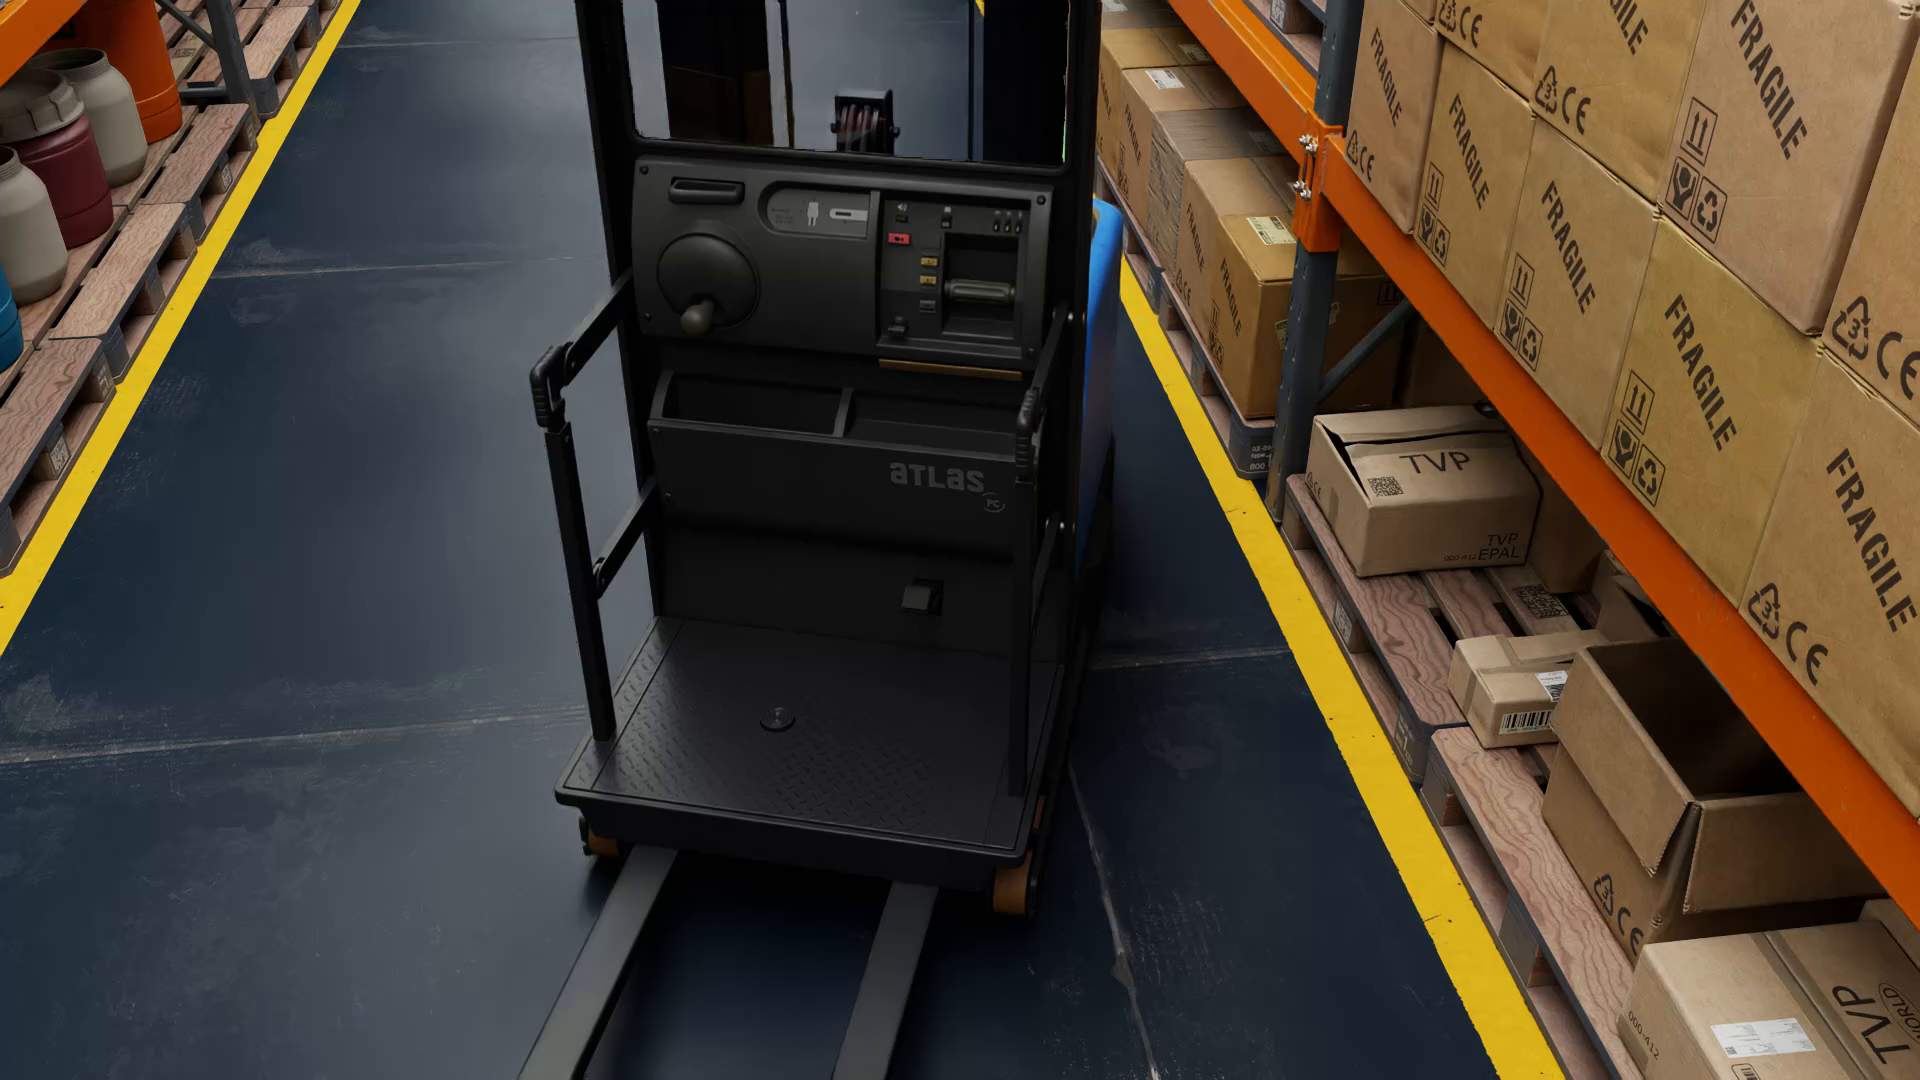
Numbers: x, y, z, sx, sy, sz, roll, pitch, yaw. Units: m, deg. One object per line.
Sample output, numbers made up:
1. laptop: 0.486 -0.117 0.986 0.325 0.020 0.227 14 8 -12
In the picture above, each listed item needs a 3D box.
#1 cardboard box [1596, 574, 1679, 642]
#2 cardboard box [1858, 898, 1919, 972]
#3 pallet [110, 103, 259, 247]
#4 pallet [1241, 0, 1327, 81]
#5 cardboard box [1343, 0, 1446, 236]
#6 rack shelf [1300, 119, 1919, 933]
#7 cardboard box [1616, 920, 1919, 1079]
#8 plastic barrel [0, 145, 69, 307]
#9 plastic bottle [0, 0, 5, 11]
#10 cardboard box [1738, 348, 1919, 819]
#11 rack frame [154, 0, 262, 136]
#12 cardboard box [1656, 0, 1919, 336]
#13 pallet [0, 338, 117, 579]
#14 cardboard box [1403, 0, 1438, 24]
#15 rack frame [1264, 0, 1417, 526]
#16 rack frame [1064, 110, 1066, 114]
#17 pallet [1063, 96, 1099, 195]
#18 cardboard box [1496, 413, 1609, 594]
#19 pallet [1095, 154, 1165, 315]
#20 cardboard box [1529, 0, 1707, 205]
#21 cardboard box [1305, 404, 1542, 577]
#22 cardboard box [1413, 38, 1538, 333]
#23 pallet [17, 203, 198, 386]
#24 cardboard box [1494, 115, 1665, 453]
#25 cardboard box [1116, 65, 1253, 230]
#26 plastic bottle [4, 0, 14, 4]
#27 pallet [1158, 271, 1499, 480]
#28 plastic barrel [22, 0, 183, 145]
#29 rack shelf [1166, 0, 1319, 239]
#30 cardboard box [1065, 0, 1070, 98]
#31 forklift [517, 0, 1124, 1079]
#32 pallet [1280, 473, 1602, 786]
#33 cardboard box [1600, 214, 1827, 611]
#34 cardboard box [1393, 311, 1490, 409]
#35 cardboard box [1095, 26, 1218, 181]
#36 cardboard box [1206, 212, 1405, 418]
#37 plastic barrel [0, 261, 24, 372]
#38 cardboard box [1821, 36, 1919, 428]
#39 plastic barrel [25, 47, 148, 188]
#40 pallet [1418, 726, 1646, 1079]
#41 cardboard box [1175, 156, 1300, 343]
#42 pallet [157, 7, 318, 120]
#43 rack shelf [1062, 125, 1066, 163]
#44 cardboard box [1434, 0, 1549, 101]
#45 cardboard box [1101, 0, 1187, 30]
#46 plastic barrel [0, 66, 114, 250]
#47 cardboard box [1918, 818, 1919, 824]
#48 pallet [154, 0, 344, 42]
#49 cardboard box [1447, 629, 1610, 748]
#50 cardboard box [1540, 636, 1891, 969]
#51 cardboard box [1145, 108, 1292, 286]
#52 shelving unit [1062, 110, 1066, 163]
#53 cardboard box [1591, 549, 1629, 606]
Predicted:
1. cardboard box: 1.953 0.287 4.162 0.500 0.311 0.500 -4 35 -6
2. cardboard box: 2.106 0.947 3.248 0.500 0.250 0.500 -4 35 -6
3. pallet: -3.805 -1.627 7.450 1.003 0.211 1.213 -4 35 -6
4. pallet: 1.495 -1.732 5.298 1.003 0.211 1.213 -4 35 -6
5. cardboard box: 1.293 -1.093 4.102 0.500 0.500 0.500 -4 34 -5
6. rack shelf: 1.763 0.056 3.142 1.077 0.370 4.000 -4 35 -6
7. cardboard box: 1.617 1.013 3.152 0.500 0.250 0.500 -4 35 -6
8. plastic barrel: -3.553 -1.151 6.112 0.421 0.512 0.421 0 34 0
9. plastic bottle: -3.255 -1.866 5.434 0.152 0.276 0.135 -4 35 -6
10. cardboard box: 1.567 0.037 2.444 0.500 0.500 0.500 -4 34 -6
11. rack frame: -3.952 -3.216 7.305 1.000 3.000 0.127 -4 35 -6
12. cardboard box: 1.488 -0.664 2.584 0.500 0.500 0.500 -3 34 -5
13. pallet: -3.477 -0.265 5.452 1.003 0.211 1.213 -4 35 -6
14. cardboard box: 1.279 -1.527 3.851 0.500 0.500 0.500 -4 34 -5
15. rack frame: 1.494 -1.357 4.577 1.000 3.000 0.127 -4 35 -6
16. rack frame: 0.302 -0.927 5.545 0.240 1.200 0.015 6 35 9
17. pallet: 1.019 -2.017 8.023 1.003 0.211 1.213 -4 35 -6
18. cardboard box: 1.852 -0.209 4.723 0.500 0.500 0.500 -4 35 -6
19. pallet: 1.180 -1.338 7.026 1.003 0.211 1.213 -4 35 -6
20. cardboard box: 1.417 -0.952 3.007 0.500 0.500 0.500 -5 35 -8
21. cardboard box: 1.336 -0.177 4.843 0.500 0.311 0.500 -4 35 -6
22. cardboard box: 1.365 -0.808 3.683 0.500 0.500 0.500 -4 34 -6
23. pallet: -3.644 -0.948 6.453 1.003 0.211 1.213 -4 35 -6
24. cardboard box: 1.430 -0.528 3.273 0.500 0.500 0.500 -5 35 -7
25. cardboard box: 0.948 -1.599 6.762 0.500 0.500 0.500 -5 35 -8
26. plastic bottle: -3.243 -1.931 5.534 0.097 0.271 0.097 0 34 0
27. pallet: 1.348 -0.656 6.025 1.003 0.211 1.213 -4 35 -6
28. plastic barrel: -3.870 -2.221 7.400 0.600 0.830 0.708 -4 35 -6
29. rack shelf: 1.225 -2.176 6.418 1.077 0.370 4.000 -4 35 -6
30. cardboard box: 0.734 -2.462 8.028 0.500 0.500 0.500 -3 34 -4
31. forklift: -0.305 -0.548 3.451 1.130 2.935 3.031 6 35 9
32. pallet: 1.586 0.179 4.800 1.003 0.211 1.213 -4 35 -6
33. cardboard box: 1.500 -0.245 2.857 0.500 0.500 0.500 -5 35 -7
34. cardboard box: 1.671 -0.794 5.581 0.500 0.500 0.500 -6 35 -9
35. cardboard box: 0.873 -1.890 7.189 0.500 0.500 0.500 -5 35 -7
36. cardboard box: 1.144 -0.759 5.530 0.500 0.500 0.500 -5 35 -7
37. plastic barrel: -3.566 -0.990 5.530 0.600 0.901 0.708 -4 35 -6
38. cardboard box: 1.557 -0.378 2.164 0.500 0.500 0.500 -3 34 -5
39. plastic barrel: -3.705 -1.781 7.037 0.421 0.512 0.421 0 34 0
40. pallet: 1.753 0.861 3.799 1.003 0.211 1.213 -4 35 -6
41. cardboard box: 1.086 -1.036 5.936 0.500 0.500 0.500 -4 35 -6
42. pallet: -4.018 -2.499 8.729 1.003 0.211 1.213 -4 35 -6
43. rack shelf: 0.254 -1.137 5.113 0.258 0.148 0.480 6 35 9
44. cardboard box: 1.349 -1.239 3.428 0.500 0.500 0.500 -5 35 -8
45. cardboard box: 0.810 -2.171 7.600 0.500 0.500 0.500 -6 35 -8
46. plastic barrel: -3.718 -1.491 6.543 0.600 0.588 0.708 -4 35 -6
47. cardboard box: 1.629 0.315 2.035 0.500 0.500 0.500 -4 34 -6
48. pallet: -4.179 -3.178 9.726 1.003 0.211 1.213 -4 35 -6
49. cardboard box: 1.463 0.365 4.177 0.380 0.166 0.250 -4 35 -6
50. cardboard box: 1.752 0.541 3.619 0.797 0.503 0.637 -4 35 -6
51. cardboard box: 1.019 -1.316 6.346 0.500 0.500 0.500 -4 34 -6
52. shelving unit: 0.254 -0.793 5.348 0.258 1.200 0.503 6 35 9
53. cardboard box: 1.962 0.141 4.521 0.380 0.149 0.250 -4 35 -6
